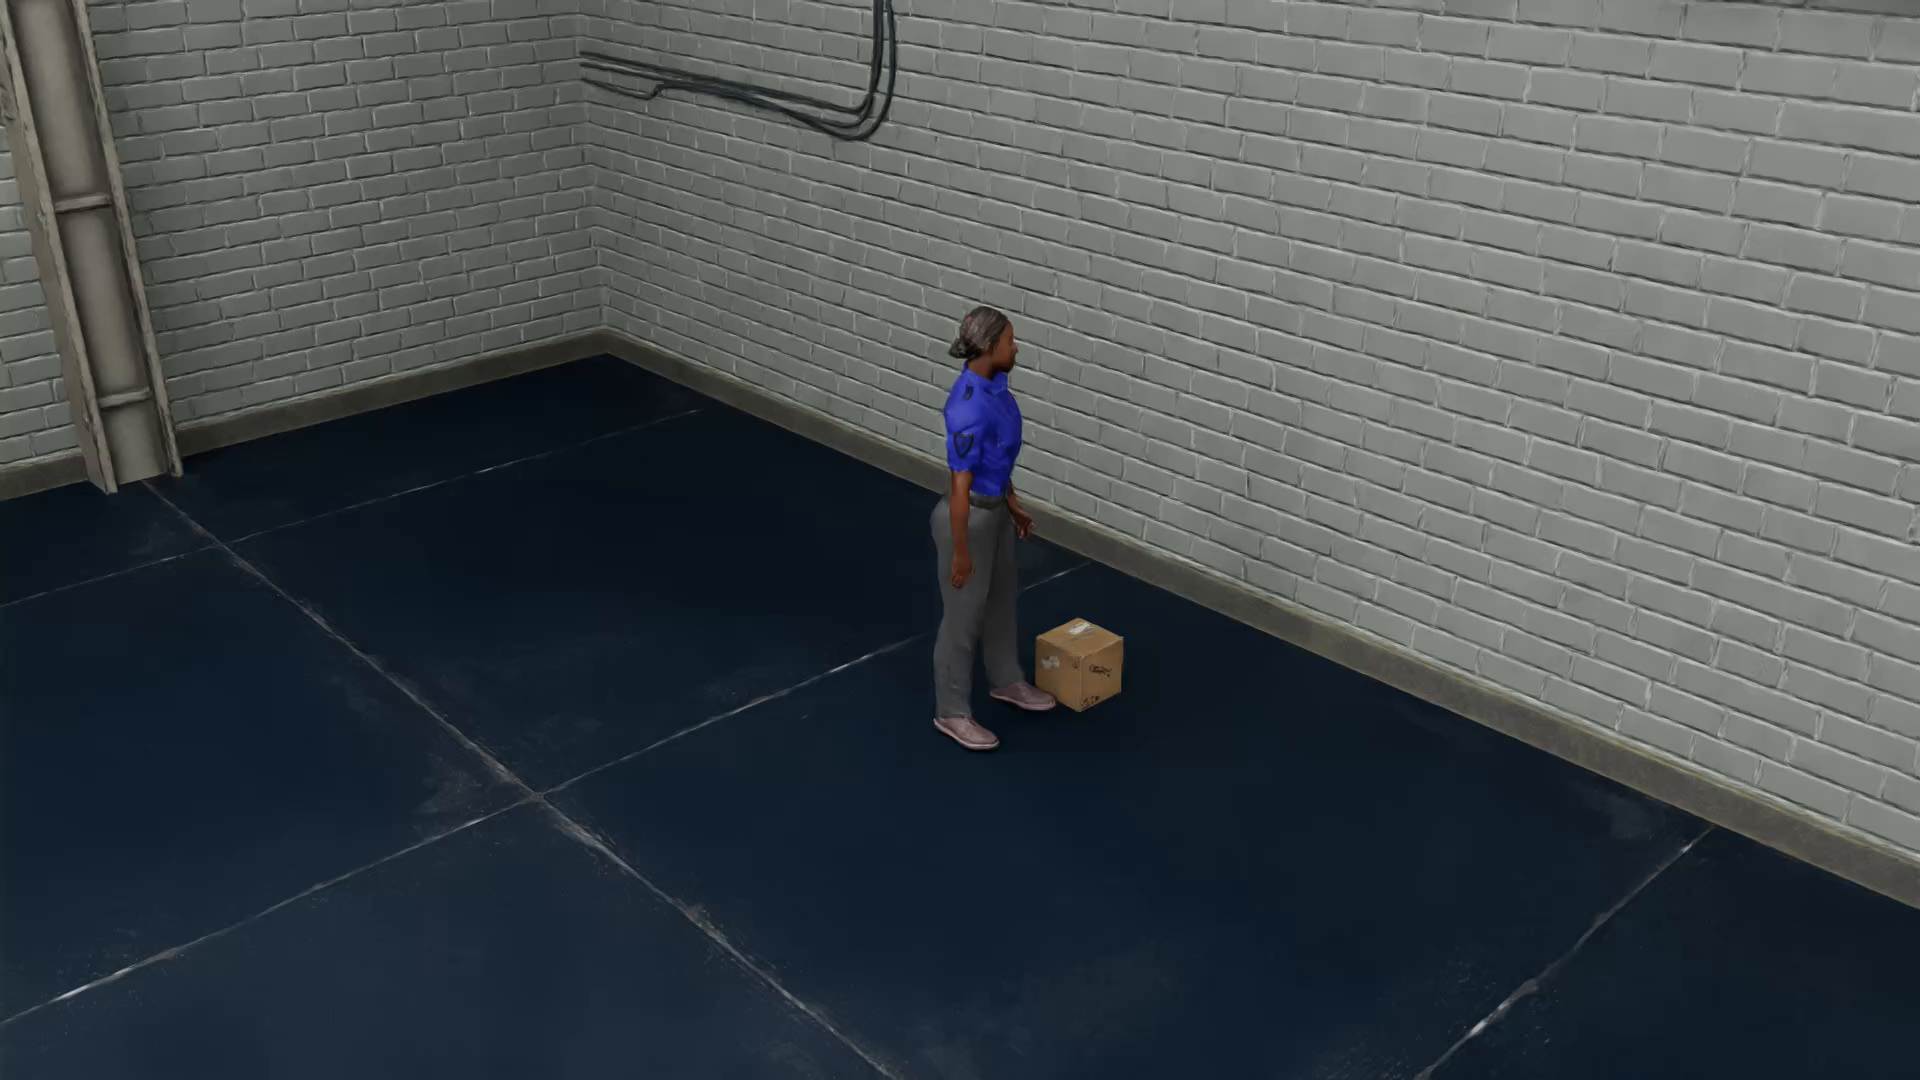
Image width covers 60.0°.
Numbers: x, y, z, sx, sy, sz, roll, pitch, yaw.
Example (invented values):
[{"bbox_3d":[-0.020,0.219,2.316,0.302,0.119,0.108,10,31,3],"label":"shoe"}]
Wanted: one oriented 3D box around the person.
[{"bbox_3d":[0.129,-0.043,6.159,0.463,1.665,0.495,5,25,12],"label":"person"}]
